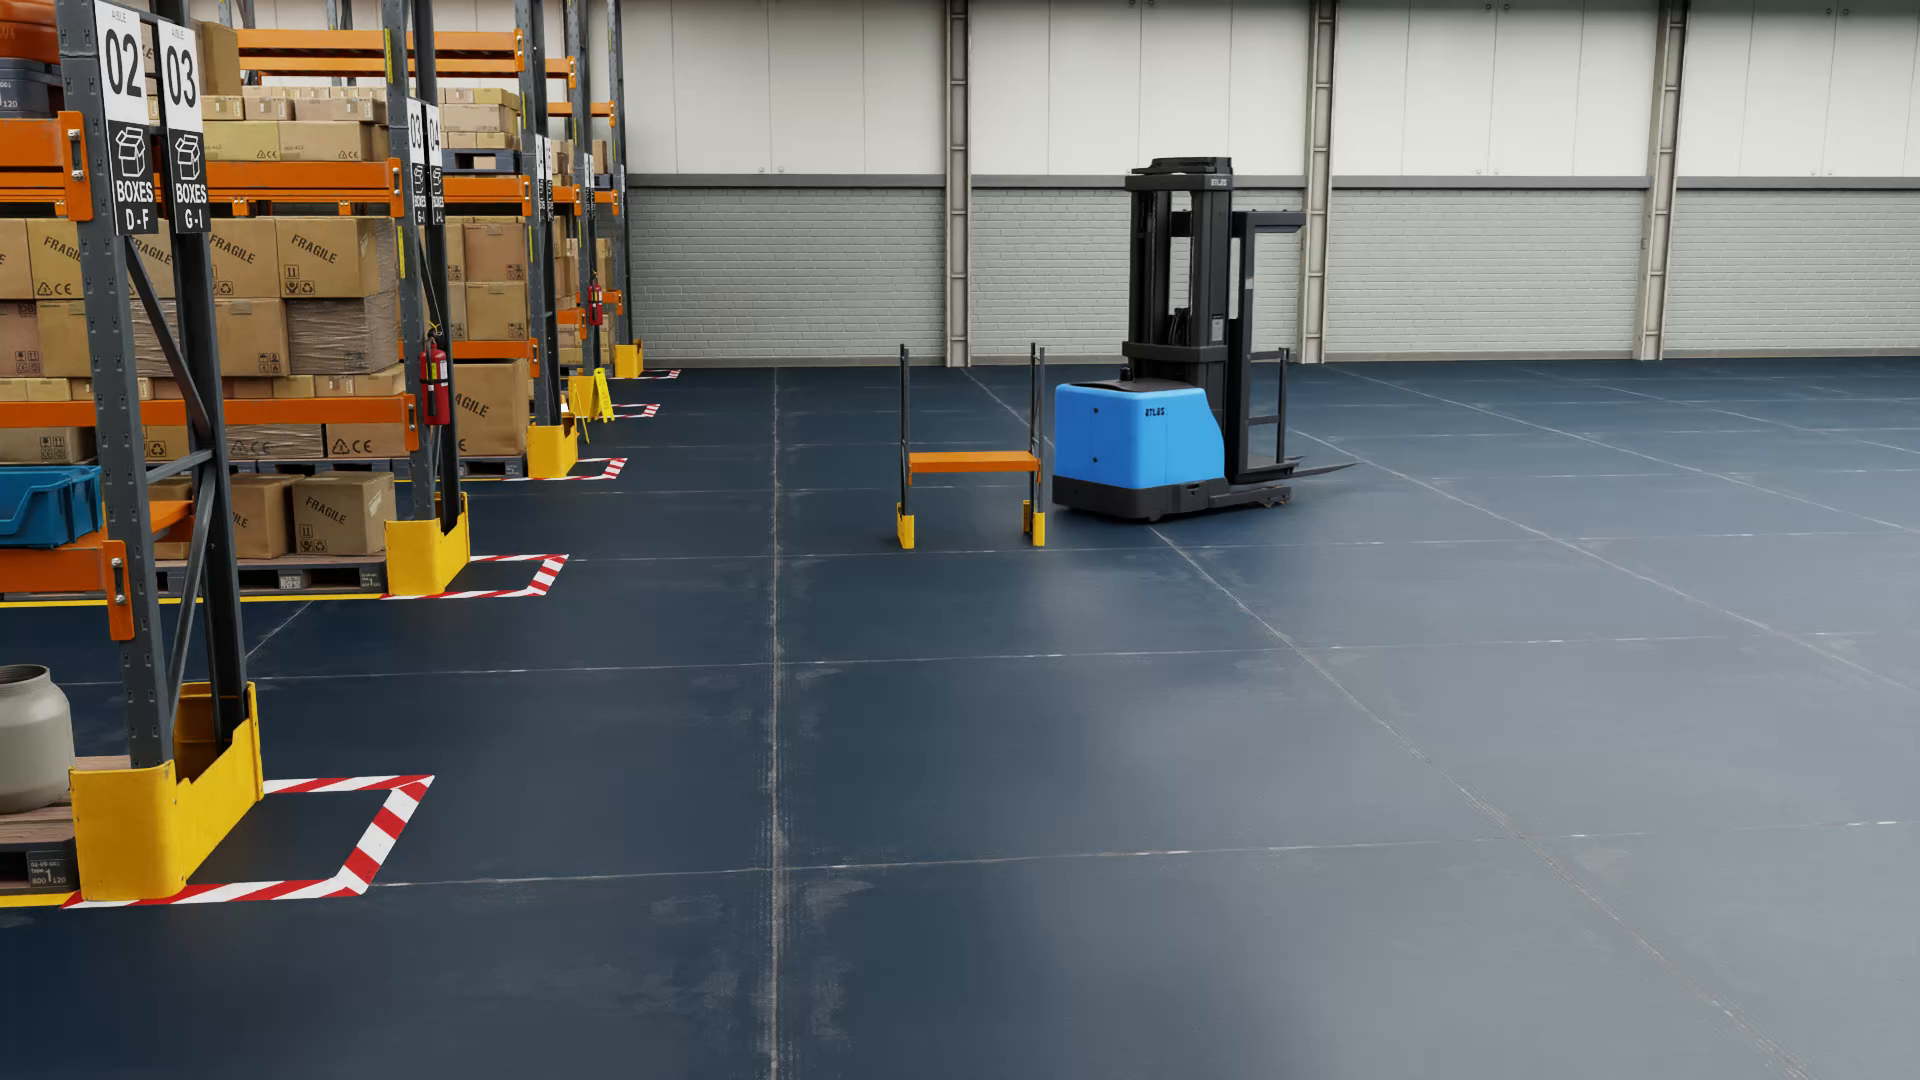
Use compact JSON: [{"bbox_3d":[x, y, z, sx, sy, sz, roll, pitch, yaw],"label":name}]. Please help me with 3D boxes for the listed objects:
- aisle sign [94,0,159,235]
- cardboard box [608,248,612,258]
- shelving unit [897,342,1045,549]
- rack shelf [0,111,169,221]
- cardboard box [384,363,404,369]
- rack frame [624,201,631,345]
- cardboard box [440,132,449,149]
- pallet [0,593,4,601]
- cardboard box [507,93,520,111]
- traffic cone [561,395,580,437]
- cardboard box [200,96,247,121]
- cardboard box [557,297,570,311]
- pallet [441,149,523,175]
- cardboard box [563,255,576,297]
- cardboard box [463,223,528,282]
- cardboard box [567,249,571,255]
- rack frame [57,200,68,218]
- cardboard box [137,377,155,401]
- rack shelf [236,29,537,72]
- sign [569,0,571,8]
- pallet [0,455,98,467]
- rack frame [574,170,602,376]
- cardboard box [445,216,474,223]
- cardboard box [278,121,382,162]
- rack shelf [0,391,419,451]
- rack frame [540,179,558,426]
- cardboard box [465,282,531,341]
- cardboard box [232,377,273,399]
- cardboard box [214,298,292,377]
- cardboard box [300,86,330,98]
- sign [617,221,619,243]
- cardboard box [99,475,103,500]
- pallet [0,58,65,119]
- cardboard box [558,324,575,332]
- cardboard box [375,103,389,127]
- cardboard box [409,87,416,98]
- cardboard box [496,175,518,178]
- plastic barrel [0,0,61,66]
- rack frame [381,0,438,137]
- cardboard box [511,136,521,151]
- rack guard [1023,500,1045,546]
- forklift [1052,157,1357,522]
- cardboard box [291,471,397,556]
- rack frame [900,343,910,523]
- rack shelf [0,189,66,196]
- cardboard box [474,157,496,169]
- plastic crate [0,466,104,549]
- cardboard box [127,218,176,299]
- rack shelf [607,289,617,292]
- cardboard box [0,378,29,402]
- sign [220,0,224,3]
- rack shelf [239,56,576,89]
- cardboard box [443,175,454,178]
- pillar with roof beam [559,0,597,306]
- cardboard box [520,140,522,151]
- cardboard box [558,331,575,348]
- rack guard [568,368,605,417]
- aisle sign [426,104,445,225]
[{"bbox_3d":[-2.961,-1.488,5.920,0.004,0.787,0.394,-1,11,-6],"label":"aisle sign"},{"bbox_3d":[-5.575,-4.480,25.938,0.250,0.149,0.380,-1,11,-8],"label":"cardboard box"},{"bbox_3d":[0.076,-0.738,12.731,1.083,1.500,0.587,-1,11,-6],"label":"shelving unit"},{"bbox_3d":[-5.053,-1.345,6.021,4.000,0.370,1.077,-1,11,-6],"label":"rack shelf"},{"bbox_3d":[-3.909,-1.134,11.511,0.250,0.149,0.380,-1,11,-6],"label":"cardboard box"},{"bbox_3d":[-5.210,-4.069,25.789,0.053,2.616,0.949,-1,11,-6],"label":"rack frame"},{"bbox_3d":[-4.835,-3.692,15.398,0.250,0.149,0.380,-1,11,-5],"label":"cardboard box"},{"bbox_3d":[-6.913,0.213,11.235,1.213,0.211,1.003,-1,11,-6],"label":"pallet"},{"bbox_3d":[-4.401,-4.220,16.016,0.250,0.149,0.380,-1,11,-5],"label":"cardboard box"},{"bbox_3d":[-4.500,-1.411,18.845,0.334,0.463,0.336,-1,11,-6],"label":"traffic cone"},{"bbox_3d":[-4.621,-2.726,10.538,0.250,0.149,0.380,-1,11,-6],"label":"cardboard box"},{"bbox_3d":[-5.019,-2.946,20.727,0.250,0.149,0.380,-1,11,-4],"label":"cardboard box"},{"bbox_3d":[-4.771,-3.581,15.764,1.213,0.211,1.003,-1,11,-6],"label":"pallet"},{"bbox_3d":[-5.171,-3.356,21.133,0.500,0.500,0.500,-1,11,-7],"label":"cardboard box"},{"bbox_3d":[-4.408,-2.774,16.013,0.550,0.550,0.875,-1,11,-6],"label":"cardboard box"},{"bbox_3d":[-6.040,-4.371,25.387,0.250,0.149,0.380,-1,11,-5],"label":"cardboard box"},{"bbox_3d":[-13.163,-3.903,24.945,0.127,3.000,1.000,-1,11,-6],"label":"rack frame"},{"bbox_3d":[-5.341,-0.997,10.815,0.250,0.149,0.380,-1,11,-6],"label":"cardboard box"},{"bbox_3d":[-6.023,-4.523,15.450,4.000,0.370,1.077,-1,11,-6],"label":"rack shelf"},{"bbox_3d":[-4.630,-6.491,19.723,0.005,0.325,0.100,-1,11,-6],"label":"sign"},{"bbox_3d":[-8.771,-0.689,15.823,1.213,0.211,1.003,-1,11,-6],"label":"pallet"},{"bbox_3d":[-4.670,-3.118,20.951,0.127,3.000,1.000,-1,11,-6],"label":"rack frame"},{"bbox_3d":[-6.154,-3.711,20.348,0.500,0.500,0.700,-1,11,-7],"label":"cardboard box"},{"bbox_3d":[-4.052,-2.557,10.710,0.500,0.250,0.500,-1,11,-5],"label":"cardboard box"},{"bbox_3d":[-5.588,-0.823,11.142,4.000,0.370,1.077,-1,11,-6],"label":"rack shelf"},{"bbox_3d":[-4.035,-2.170,16.130,0.053,2.616,0.949,-1,11,-6],"label":"rack frame"},{"bbox_3d":[-4.399,-2.228,16.035,0.550,0.550,0.875,-1,11,-6],"label":"cardboard box"},{"bbox_3d":[-4.603,-1.026,10.963,0.250,0.149,0.380,-1,11,-6],"label":"cardboard box"},{"bbox_3d":[-4.634,-1.373,11.044,0.500,0.500,0.875,-1,11,-6],"label":"cardboard box"},{"bbox_3d":[-5.850,-4.062,15.213,0.250,0.149,0.380,-1,11,-6],"label":"cardboard box"},{"bbox_3d":[-5.165,-4.650,25.127,0.005,0.325,0.100,-1,11,-6],"label":"sign"},{"bbox_3d":[-5.997,-0.156,11.275,0.500,0.500,0.500,-2,11,-11],"label":"cardboard box"},{"bbox_3d":[-3.898,-1.648,6.189,1.213,0.211,1.003,-1,11,-6],"label":"pallet"},{"bbox_3d":[-6.141,-3.336,25.508,0.500,0.250,0.500,-1,11,-5],"label":"cardboard box"},{"bbox_3d":[-3.899,-2.850,11.167,0.250,0.149,0.380,-1,11,-6],"label":"cardboard box"},{"bbox_3d":[-5.094,-4.078,15.293,0.250,0.149,0.380,-1,11,-5],"label":"cardboard box"},{"bbox_3d":[-5.506,-4.395,20.322,0.250,0.149,0.380,-1,11,-4],"label":"cardboard box"},{"bbox_3d":[-3.534,-2.122,5.906,0.708,0.830,0.600,-1,11,-6],"label":"plastic barrel"},{"bbox_3d":[-3.600,-4.161,10.705,0.127,3.000,1.000,-1,11,-6],"label":"rack frame"},{"bbox_3d":[-4.411,-3.829,16.094,0.250,0.149,0.380,-1,11,-6],"label":"cardboard box"},{"bbox_3d":[0.571,-0.135,12.905,0.087,0.250,0.587,-1,11,-6],"label":"rack guard"},{"bbox_3d":[2.253,-1.792,14.385,3.031,2.935,1.130,-9,14,-37],"label":"forklift"},{"bbox_3d":[-4.223,-0.187,11.435,0.500,0.500,0.500,1,11,4],"label":"cardboard box"},{"bbox_3d":[-0.421,-0.727,12.679,0.032,1.500,0.500,-1,11,-6],"label":"rack frame"},{"bbox_3d":[-10.000,-3.164,15.277,4.000,0.370,1.077,-1,11,-6],"label":"rack shelf"},{"bbox_3d":[-5.652,-4.592,20.291,0.500,0.250,0.500,-1,11,-7],"label":"cardboard box"},{"bbox_3d":[-3.530,-0.127,6.122,0.616,0.251,0.499,-1,11,-6],"label":"plastic crate"},{"bbox_3d":[-5.114,-1.823,10.741,0.500,0.500,0.500,-1,11,-6],"label":"cardboard box"},{"bbox_3d":[-7.198,-3.771,25.631,3.809,0.124,0.919,-1,11,-6],"label":"rack shelf"},{"bbox_3d":[-6.090,-0.988,10.770,0.250,0.149,0.380,-1,11,-6],"label":"cardboard box"},{"bbox_3d":[-8.581,-6.408,19.302,0.005,0.325,0.100,-1,11,-6],"label":"sign"},{"bbox_3d":[-6.658,-5.665,20.230,4.000,0.370,1.077,-1,11,-6],"label":"rack shelf"},{"bbox_3d":[-6.271,-4.384,20.267,0.250,0.149,0.380,-2,11,-8],"label":"cardboard box"},{"bbox_3d":[-5.535,-6.346,21.820,0.400,9.000,9.100,-1,11,-6],"label":"pillar with roof beam"},{"bbox_3d":[-5.235,-4.796,20.295,0.250,0.149,0.380,-1,11,-5],"label":"cardboard box"},{"bbox_3d":[-6.160,-3.093,25.570,0.500,0.250,0.500,-1,11,-7],"label":"cardboard box"},{"bbox_3d":[-4.746,-1.890,21.184,0.348,0.500,1.175,-1,11,-6],"label":"rack guard"},{"bbox_3d":[-3.571,-2.552,11.332,0.004,0.787,0.394,-1,11,-6],"label":"aisle sign"}]
